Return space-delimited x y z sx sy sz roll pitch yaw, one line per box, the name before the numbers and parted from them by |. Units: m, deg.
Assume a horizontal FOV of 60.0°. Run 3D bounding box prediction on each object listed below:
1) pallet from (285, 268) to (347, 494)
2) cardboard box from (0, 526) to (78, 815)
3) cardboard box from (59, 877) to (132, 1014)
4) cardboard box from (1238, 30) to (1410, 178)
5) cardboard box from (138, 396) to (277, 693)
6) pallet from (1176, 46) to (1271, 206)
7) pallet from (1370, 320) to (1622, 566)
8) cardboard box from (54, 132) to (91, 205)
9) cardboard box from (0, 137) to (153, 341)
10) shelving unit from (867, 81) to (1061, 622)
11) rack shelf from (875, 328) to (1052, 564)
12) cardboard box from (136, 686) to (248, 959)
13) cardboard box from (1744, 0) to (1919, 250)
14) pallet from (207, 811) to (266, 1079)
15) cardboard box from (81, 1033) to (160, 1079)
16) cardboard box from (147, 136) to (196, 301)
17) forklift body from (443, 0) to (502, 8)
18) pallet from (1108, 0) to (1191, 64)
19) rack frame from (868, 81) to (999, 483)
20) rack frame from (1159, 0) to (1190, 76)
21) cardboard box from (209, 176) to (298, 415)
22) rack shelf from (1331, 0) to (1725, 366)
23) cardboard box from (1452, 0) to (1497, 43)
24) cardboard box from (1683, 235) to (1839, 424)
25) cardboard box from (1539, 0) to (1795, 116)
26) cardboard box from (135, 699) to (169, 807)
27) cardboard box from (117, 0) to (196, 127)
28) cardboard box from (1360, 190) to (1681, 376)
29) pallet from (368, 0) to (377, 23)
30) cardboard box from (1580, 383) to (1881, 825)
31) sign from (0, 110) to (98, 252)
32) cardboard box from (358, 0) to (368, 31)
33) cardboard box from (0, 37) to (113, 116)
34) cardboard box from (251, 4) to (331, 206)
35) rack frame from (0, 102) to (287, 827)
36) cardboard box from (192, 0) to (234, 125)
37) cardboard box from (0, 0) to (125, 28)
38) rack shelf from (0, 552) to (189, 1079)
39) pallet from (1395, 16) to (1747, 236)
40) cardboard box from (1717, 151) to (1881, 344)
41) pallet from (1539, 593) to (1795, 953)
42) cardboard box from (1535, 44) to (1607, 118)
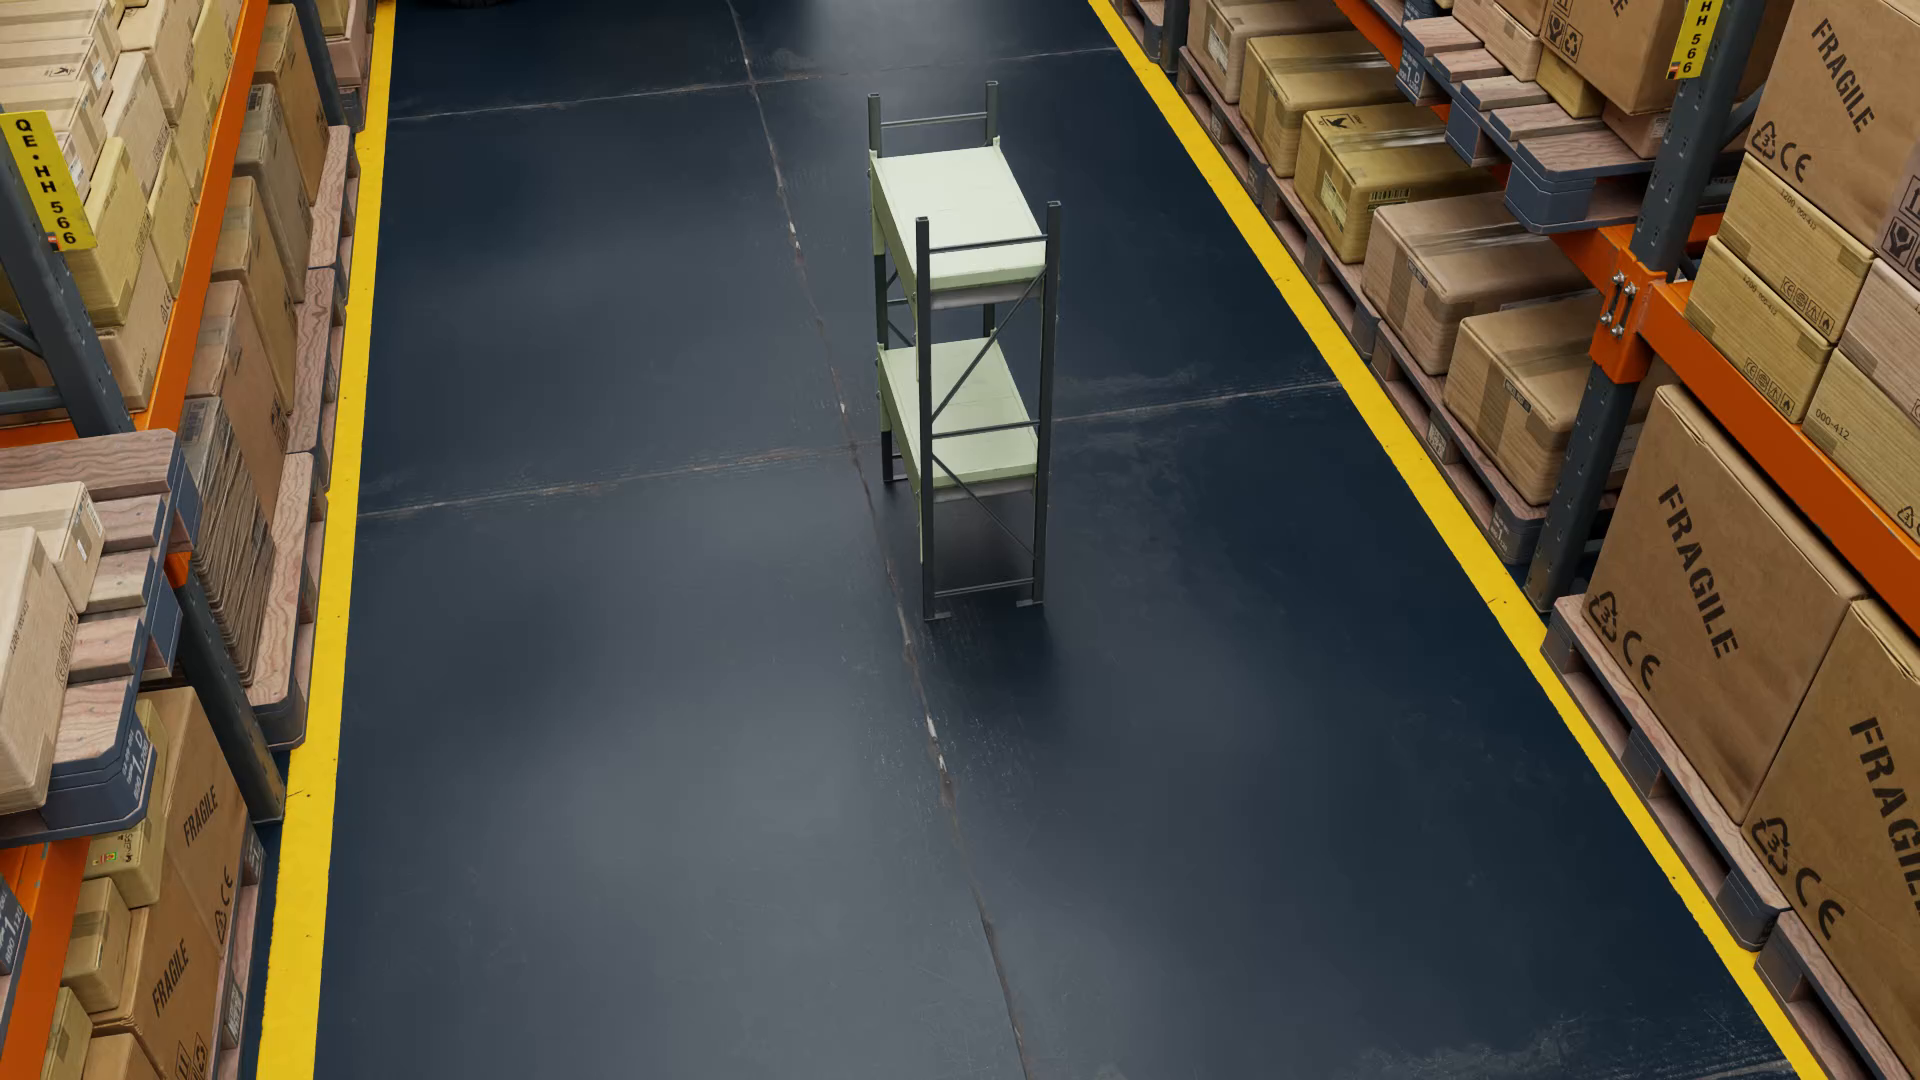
pallet | -2.865 -0.557 6.218 1.003 0.211 1.213 -8 42 -9
cardboard box | -1.922 0.266 2.988 0.500 0.250 0.500 -10 43 -11
cardboard box | -2.009 0.898 3.557 0.380 0.149 0.250 -10 43 -11
cardboard box | 1.791 -1.947 7.346 0.950 0.372 0.625 -6 42 -7
cardboard box | -2.587 0.054 4.902 0.875 0.625 0.625 -7 42 -8
pallet | 1.686 -2.030 7.878 1.003 0.211 1.213 -8 42 -9
pallet | 2.213 -0.448 6.096 1.003 0.211 1.213 -8 42 -9
cardboard box | -2.247 -0.800 3.827 0.380 0.149 0.250 -7 42 -8
cardboard box | -2.299 -0.728 4.047 0.500 0.250 0.500 -8 42 -9
shelving unit | -0.001 -0.565 5.257 0.431 1.500 0.755 -8 42 -9
rack shelf | -0.001 -0.321 5.473 0.431 0.370 0.720 -8 42 -9
cardboard box | -2.165 0.750 4.212 0.500 0.500 0.500 -7 42 -8
cardboard box | 2.248 -1.041 3.835 0.500 0.500 0.500 -10 43 -11
pallet | -2.342 1.261 4.170 1.003 0.211 1.213 -8 42 -9
cardboard box | -1.951 1.415 3.463 0.500 0.500 0.500 -7 42 -7
cardboard box | -2.427 -0.864 4.577 0.500 0.250 0.500 -9 42 -10
forklift body | -2.002 -4.171 8.829 2.313 2.155 1.214 -8 42 -9
pallet | 1.337 -2.965 8.931 1.003 0.211 1.213 -8 42 -9
rack frame | -0.080 -0.802 5.524 0.400 1.500 0.023 -8 42 -9
rack frame | 1.517 -3.577 7.521 1.000 3.000 0.127 -8 42 -9
cardboard box | -2.881 -0.805 5.870 0.875 0.625 0.625 -10 43 -11
rack shelf | 1.948 -2.012 6.299 1.077 0.370 4.000 -8 42 -9
cardboard box | 1.806 -1.711 5.291 0.380 0.149 0.250 -10 43 -11
cardboard box | 2.240 -0.575 4.251 0.500 0.250 0.500 -9 42 -10
cardboard box | 2.010 -1.545 4.615 0.500 0.500 0.500 -9 42 -11
cardboard box | -2.112 0.548 3.951 0.380 0.149 0.250 -10 43 -11
cardboard box | -2.525 -1.391 4.794 0.500 0.250 0.500 -9 42 -10
cardboard box | 2.101 -1.004 6.284 0.950 0.372 0.625 -9 42 -10
pallet | -3.727 -3.135 9.122 1.003 0.211 1.213 -8 42 -9
cardboard box | 2.448 0.113 4.648 0.875 0.875 0.875 -9 42 -10
sign | -1.938 -0.758 3.532 0.100 0.325 0.005 -8 42 -9
cardboard box | -3.235 -2.680 8.265 0.500 0.250 0.500 -9 42 -10
cardboard box | -2.386 -1.135 4.206 0.380 0.149 0.250 -7 42 -8
cardboard box | -3.206 -1.796 6.986 0.875 0.625 0.625 -7 42 -7
rack frame | -2.466 -0.271 3.796 1.000 3.000 0.127 -8 42 -9
cardboard box | -2.655 -1.534 5.331 0.500 0.250 0.500 -7 42 -8
cardboard box | -2.539 -1.462 4.573 0.380 0.149 0.250 -8 42 -9
rack shelf | -2.034 1.295 2.574 1.077 0.370 4.000 -8 42 -9
pallet | 2.122 -1.360 5.167 1.213 0.211 1.003 -8 42 -9
cardboard box | 2.248 -0.752 4.074 0.500 0.250 0.500 -9 42 -10
pallet | 2.477 0.580 4.937 1.003 0.211 1.213 -8 42 -9
cardboard box | 1.951 -1.390 4.929 0.380 0.149 0.250 -8 42 -9
